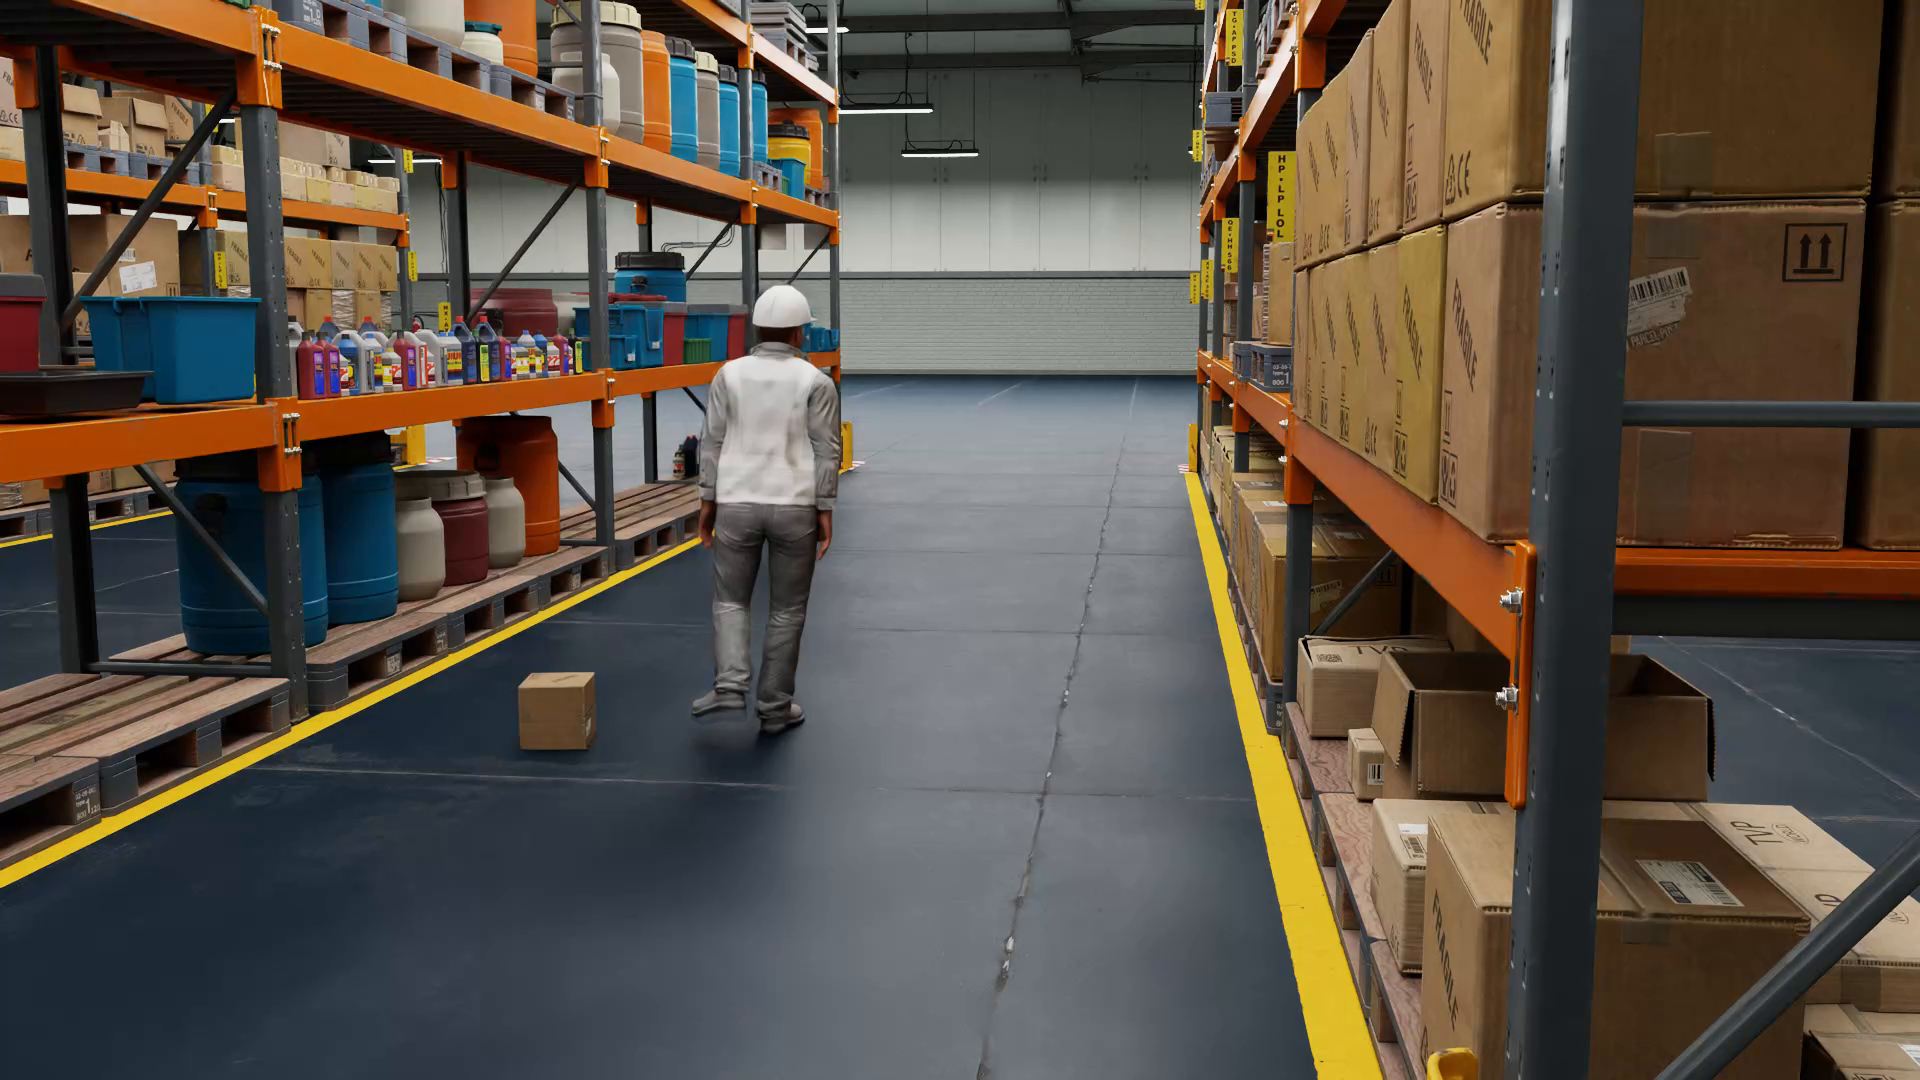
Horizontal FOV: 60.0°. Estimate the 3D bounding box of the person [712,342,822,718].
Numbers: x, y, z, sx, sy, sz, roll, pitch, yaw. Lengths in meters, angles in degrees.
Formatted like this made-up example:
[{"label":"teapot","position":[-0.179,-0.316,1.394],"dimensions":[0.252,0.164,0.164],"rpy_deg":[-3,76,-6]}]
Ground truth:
[{"label":"person","position":[-0.770,-0.031,6.558],"dimensions":[0.465,1.490,0.526],"rpy_deg":[0,8,3]}]
